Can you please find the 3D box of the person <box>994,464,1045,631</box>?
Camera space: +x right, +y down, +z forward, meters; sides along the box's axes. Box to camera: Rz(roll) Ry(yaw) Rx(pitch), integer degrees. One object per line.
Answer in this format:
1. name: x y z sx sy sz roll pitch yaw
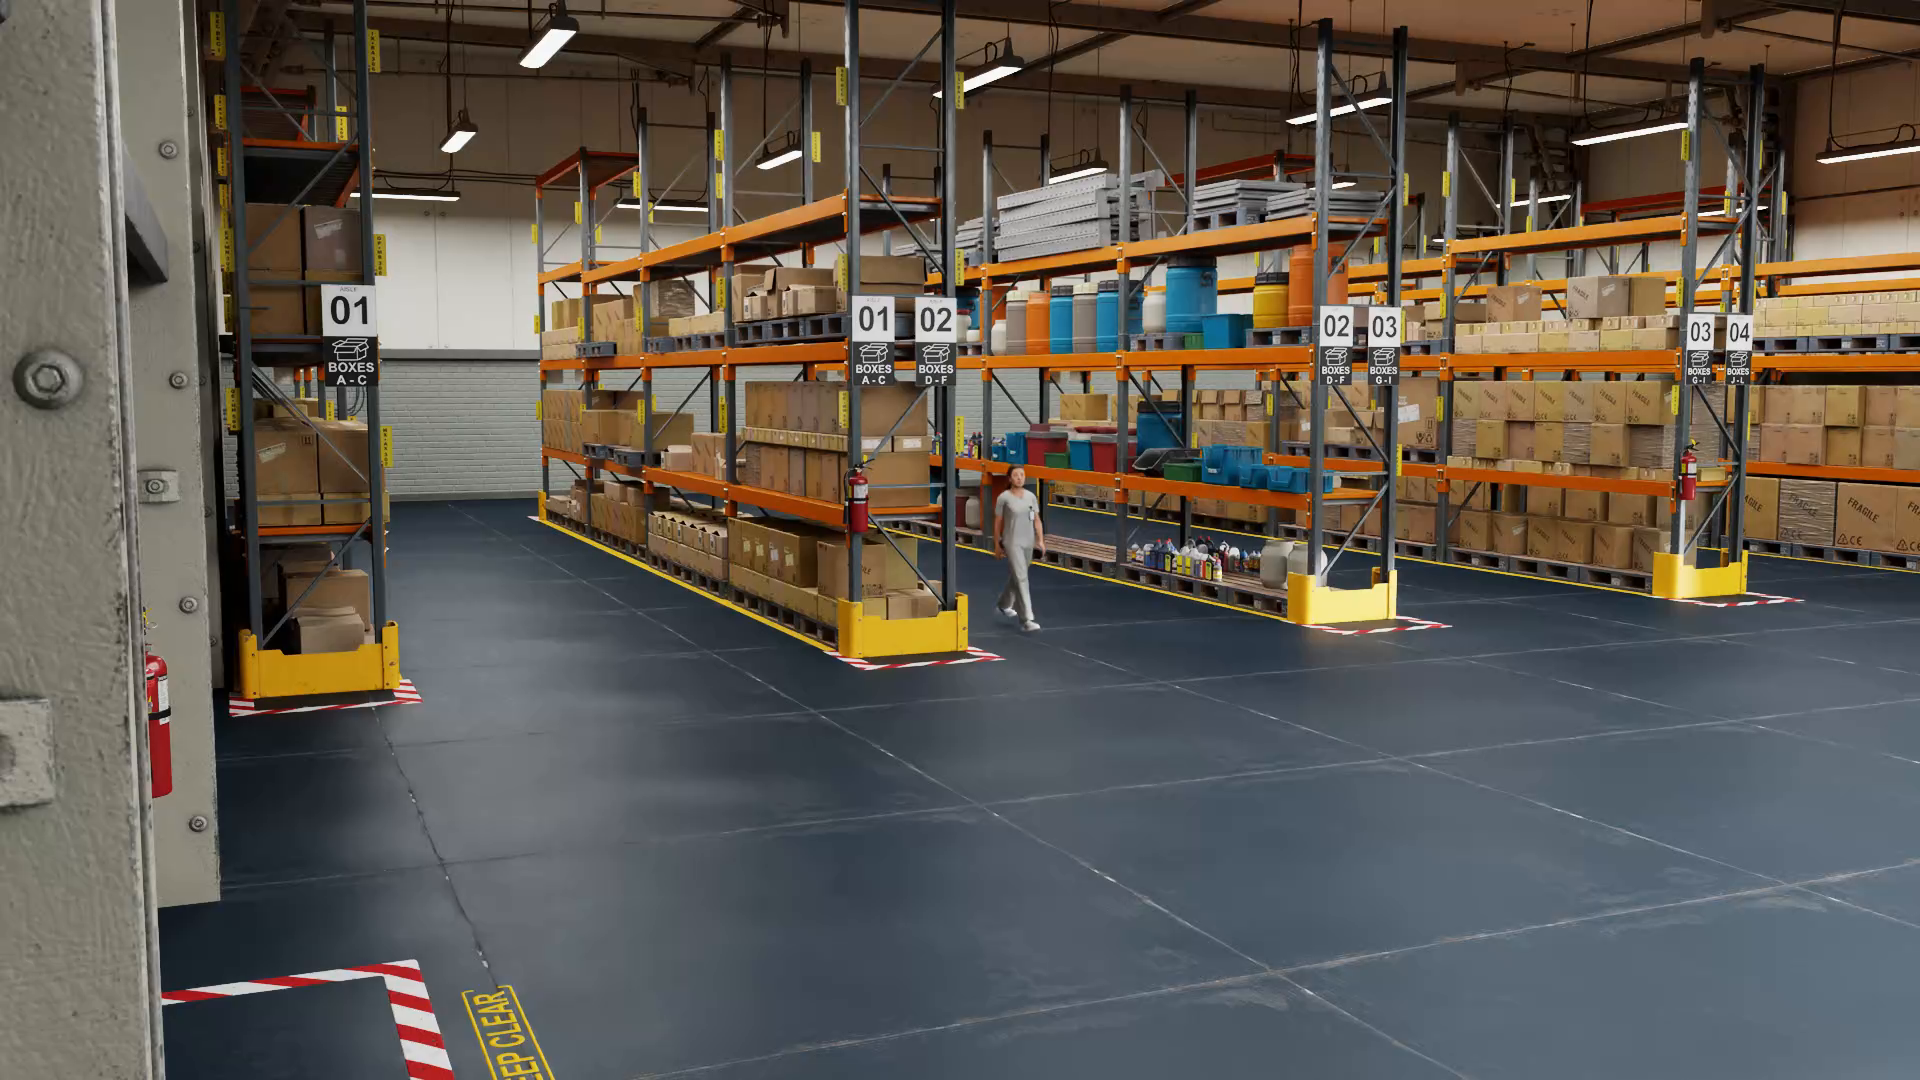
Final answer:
1. person: 0.581 0.054 16.433 0.444 1.620 1.053 -3 6 -27
